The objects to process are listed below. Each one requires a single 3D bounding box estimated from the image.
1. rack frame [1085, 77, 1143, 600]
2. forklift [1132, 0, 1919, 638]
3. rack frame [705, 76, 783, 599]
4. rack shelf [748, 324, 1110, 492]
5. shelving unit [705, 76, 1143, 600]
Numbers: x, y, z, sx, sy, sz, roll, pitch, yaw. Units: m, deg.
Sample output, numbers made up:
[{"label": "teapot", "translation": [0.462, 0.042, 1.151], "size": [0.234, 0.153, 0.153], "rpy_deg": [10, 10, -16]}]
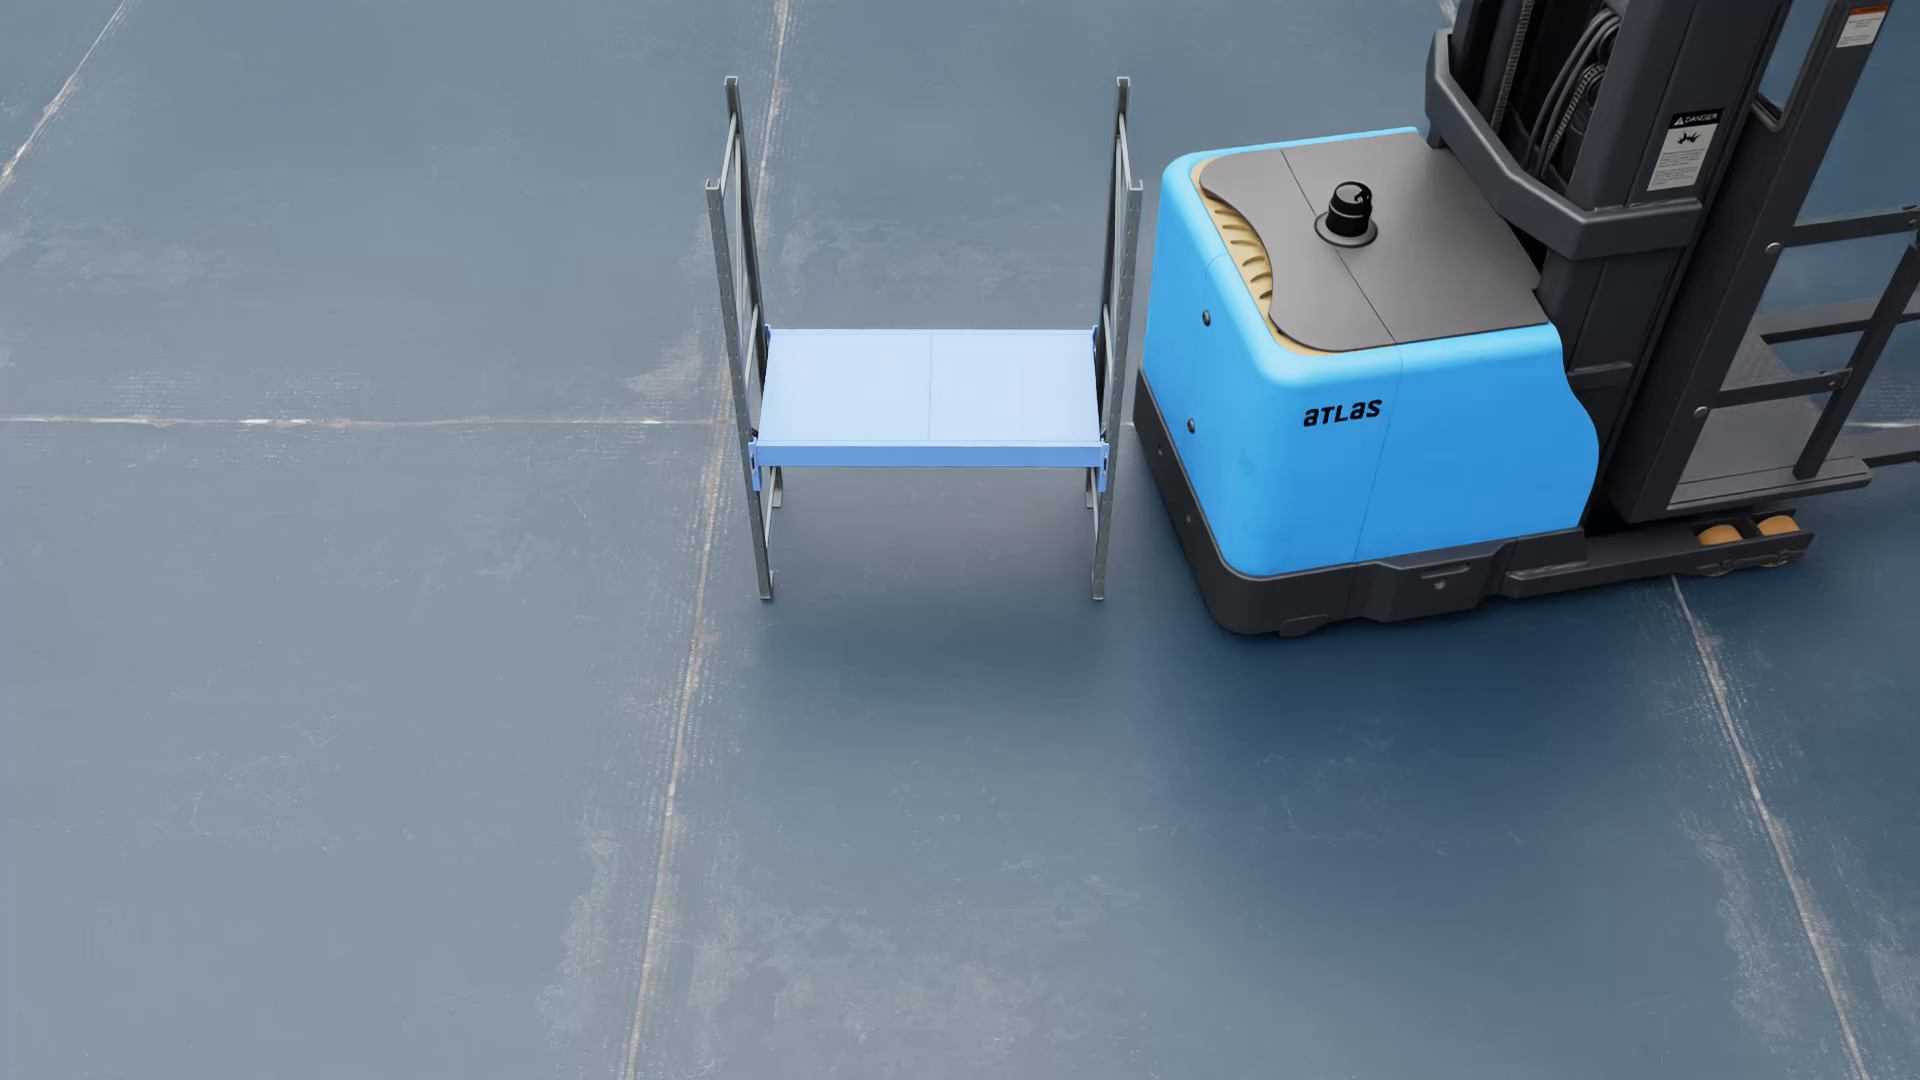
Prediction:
[{"label": "rack frame", "translation": [0.423, -0.510, 4.700], "size": [0.032, 1.500, 0.500], "rpy_deg": [0, 47, 0]}, {"label": "forklift", "translation": [2.143, -1.259, 4.419], "size": [3.031, 2.935, 1.130], "rpy_deg": [-9, 48, -8]}, {"label": "rack frame", "translation": [-0.594, -0.513, 4.703], "size": [0.032, 1.500, 0.500], "rpy_deg": [0, 47, 0]}, {"label": "rack shelf", "translation": [-0.085, -0.389, 4.833], "size": [1.000, 0.185, 0.538], "rpy_deg": [0, 47, 0]}, {"label": "shelving unit", "translation": [-0.085, -0.511, 4.701], "size": [1.048, 1.500, 0.538], "rpy_deg": [0, 47, 0]}]
